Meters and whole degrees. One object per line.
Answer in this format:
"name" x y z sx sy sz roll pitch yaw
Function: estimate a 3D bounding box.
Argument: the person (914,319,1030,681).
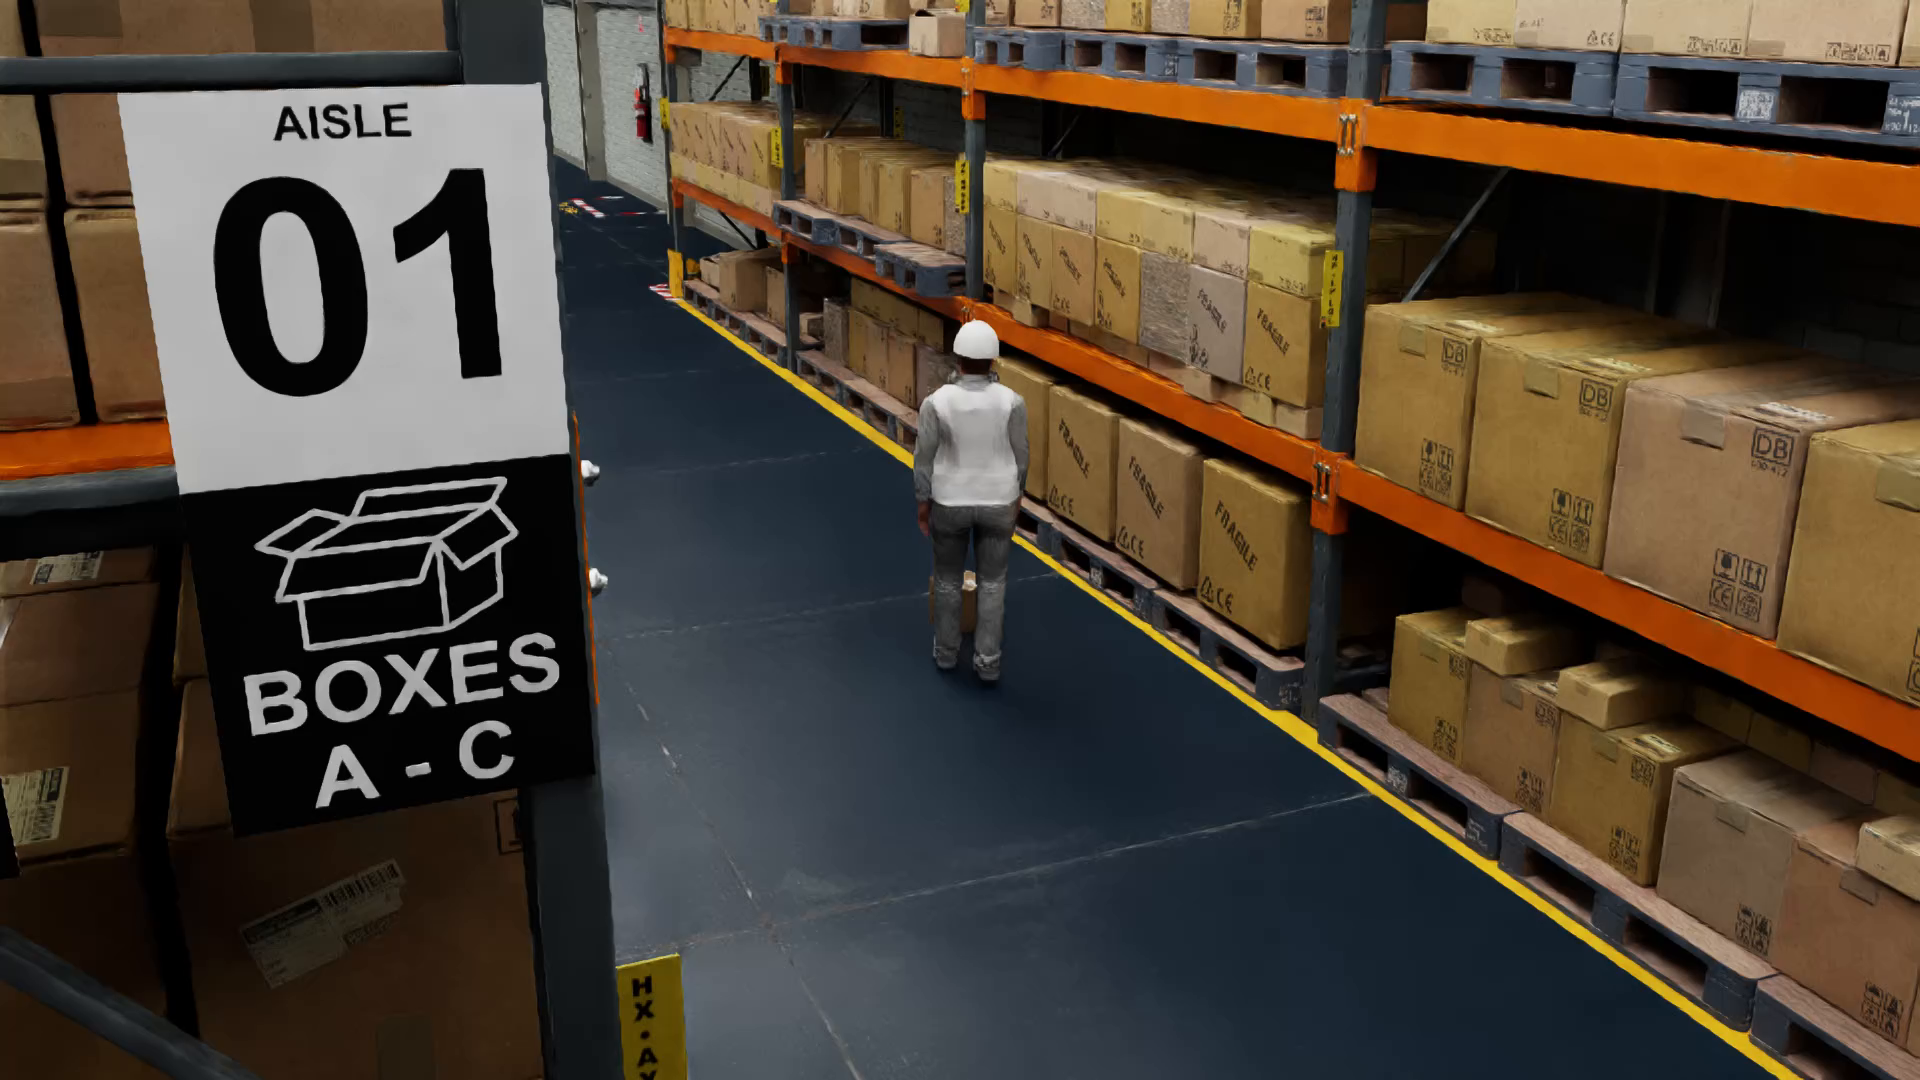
"person" 0.055 -0.199 8.080 0.557 1.775 0.530 0 19 -1
